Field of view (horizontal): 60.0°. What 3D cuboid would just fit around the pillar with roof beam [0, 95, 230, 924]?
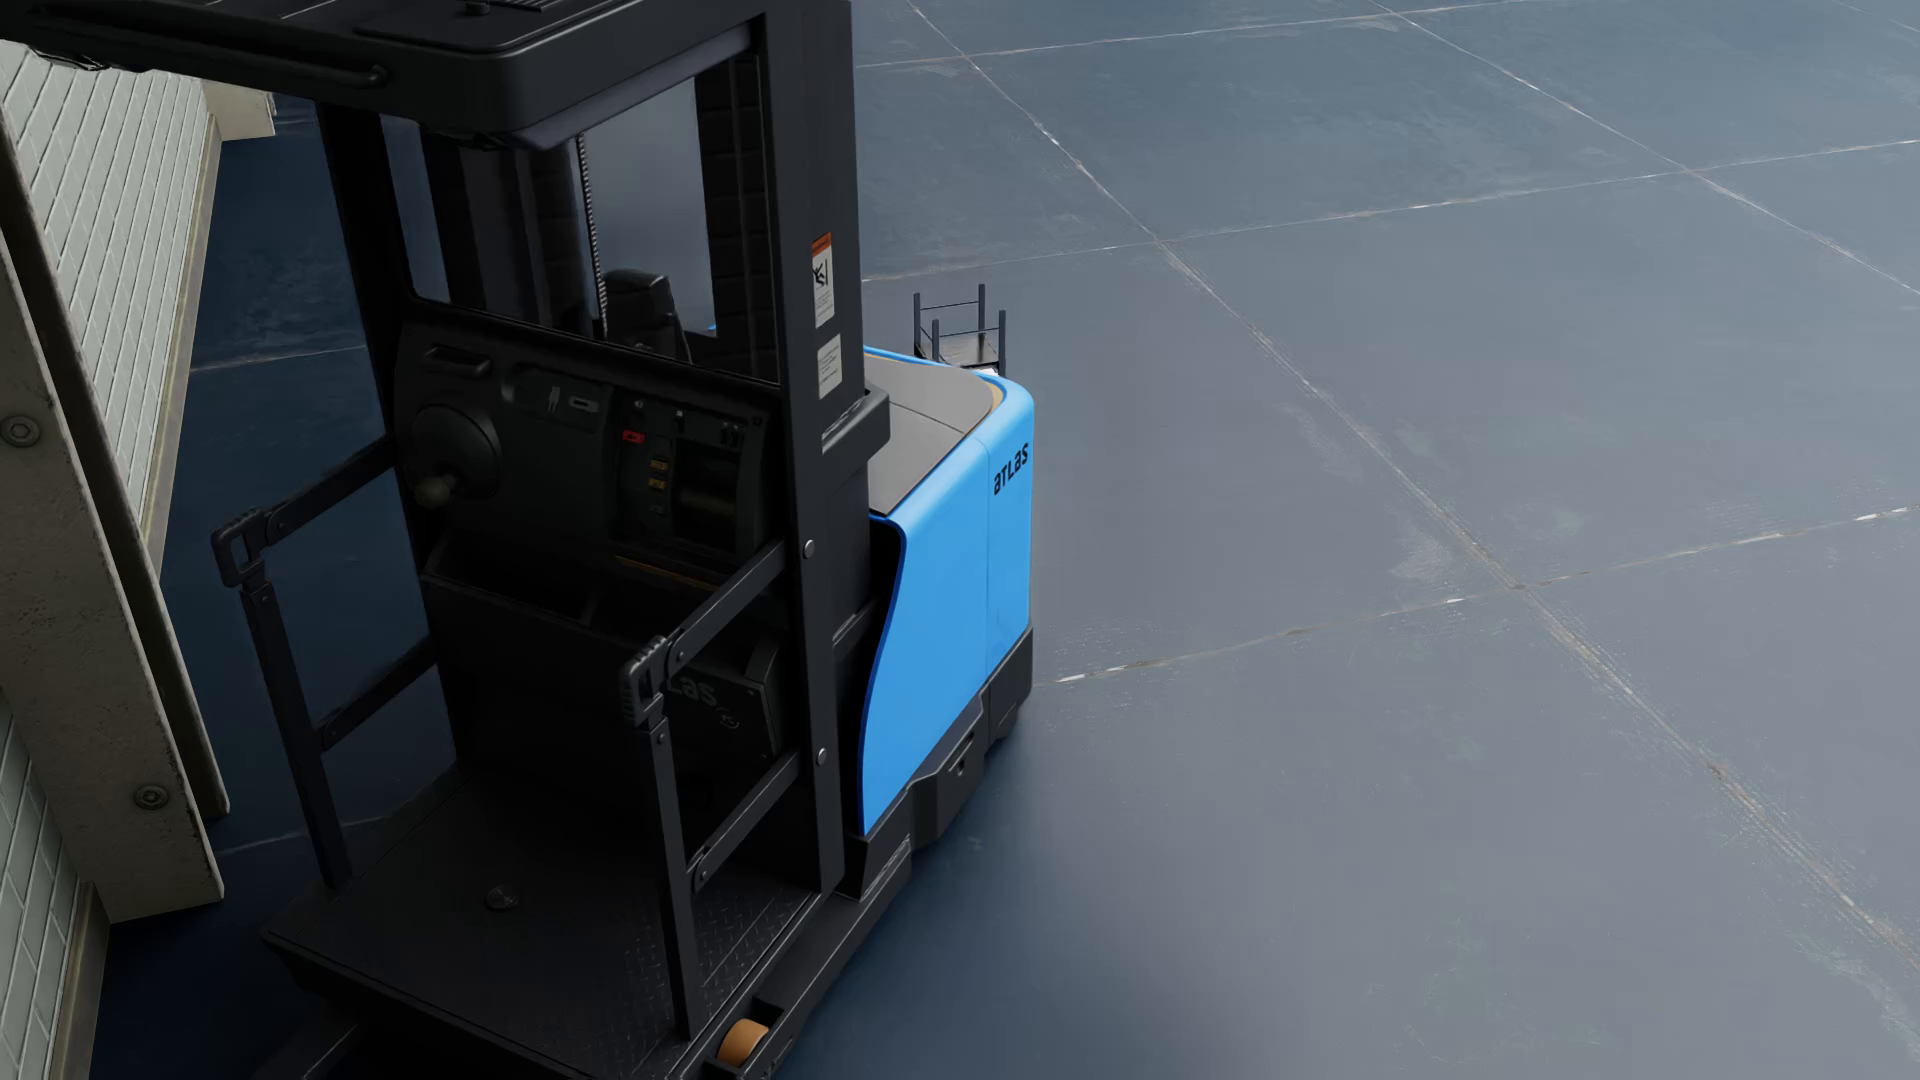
[{"bbox_3d":[1.973,-3.619,3.064,9.100,9.000,0.400,-10,35,-15],"label":"pillar with roof beam"}]

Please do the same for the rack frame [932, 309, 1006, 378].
[{"bbox_3d":[0.029,-0.326,5.428,0.240,0.900,0.006,-10,35,-15],"label":"rack frame"}]

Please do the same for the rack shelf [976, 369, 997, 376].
[{"bbox_3d":[-0.002,-0.502,5.427,0.258,0.077,0.200,-10,35,-15],"label":"rack shelf"}]

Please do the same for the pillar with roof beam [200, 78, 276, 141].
[{"bbox_3d":[0.143,-6.769,7.831,9.100,9.000,0.400,-10,35,-15],"label":"pillar with roof beam"}]

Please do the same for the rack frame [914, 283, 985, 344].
[{"bbox_3d":[-0.033,-0.433,5.589,0.240,0.900,0.006,-10,35,-15],"label":"rack frame"}]

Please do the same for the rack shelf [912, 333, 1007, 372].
[{"bbox_3d":[-0.002,-0.577,5.378,0.258,0.077,0.200,-10,35,-15],"label":"rack shelf"}]

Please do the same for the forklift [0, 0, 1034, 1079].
[{"bbox_3d":[-0.894,-0.136,3.298,1.130,2.935,3.031,15,36,22],"label":"forklift"}]

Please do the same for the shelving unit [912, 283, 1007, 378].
[{"bbox_3d":[-0.002,-0.380,5.508,0.258,0.900,0.210,-10,35,-15],"label":"shelving unit"}]
